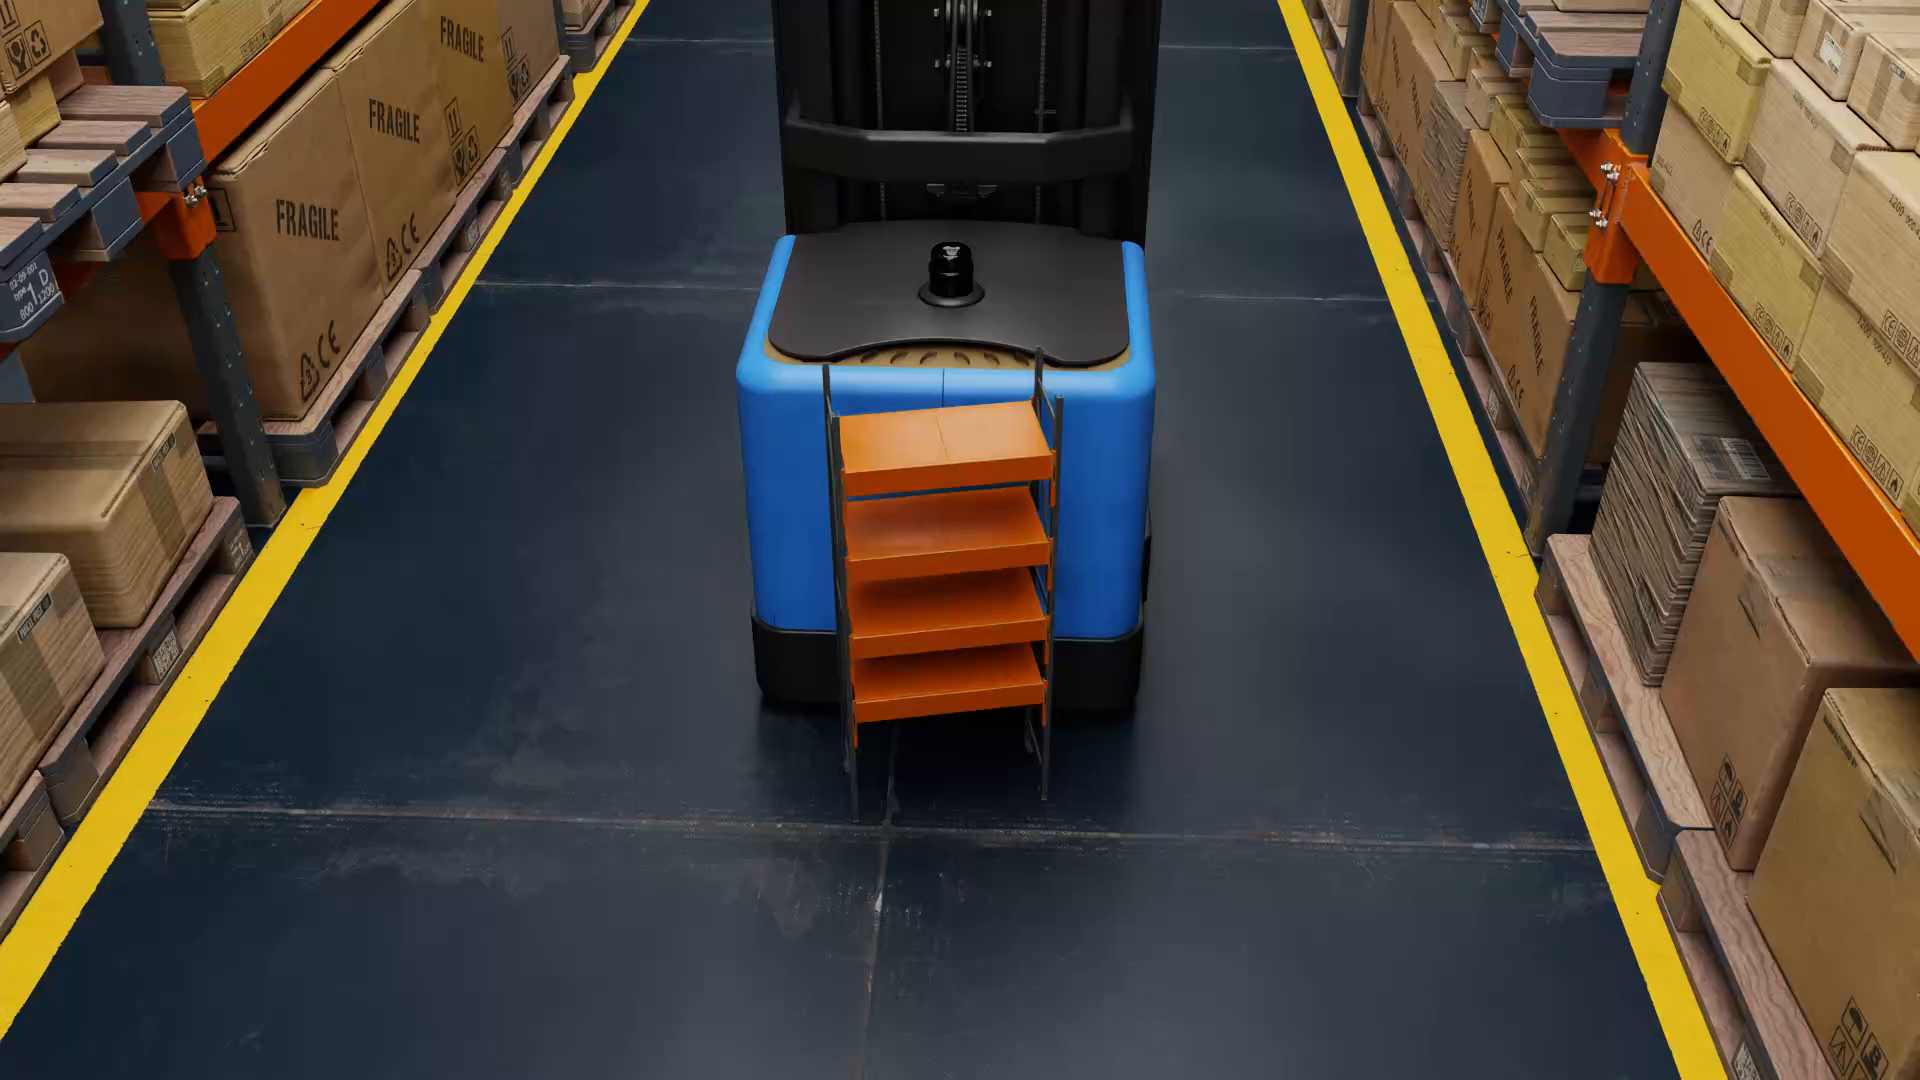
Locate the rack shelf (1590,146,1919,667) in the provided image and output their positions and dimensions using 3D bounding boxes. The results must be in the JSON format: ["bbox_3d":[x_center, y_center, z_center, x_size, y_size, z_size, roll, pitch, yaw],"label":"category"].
[{"bbox_3d":[2.198,0.253,2.906,1.077,0.370,4.000,1,35,2],"label":"rack shelf"}]

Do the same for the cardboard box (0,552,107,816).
[{"bbox_3d":[-2.736,0.349,4.064,0.950,0.372,0.625,1,35,1],"label":"cardboard box"}]

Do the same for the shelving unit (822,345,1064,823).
[{"bbox_3d":[-0.043,0.138,4.010,0.503,1.200,0.258,-5,35,-8],"label":"shelving unit"}]

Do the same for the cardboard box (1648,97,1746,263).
[{"bbox_3d":[2.016,-0.879,4.023,0.500,0.250,0.500,1,35,2],"label":"cardboard box"}]

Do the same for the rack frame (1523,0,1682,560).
[{"bbox_3d":[2.278,-1.190,4.335,1.000,3.000,0.127,1,35,2],"label":"rack frame"}]

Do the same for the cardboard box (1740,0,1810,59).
[{"bbox_3d":[1.962,-1.167,3.650,0.380,0.149,0.250,2,35,3],"label":"cardboard box"}]

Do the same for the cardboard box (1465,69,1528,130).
[{"bbox_3d":[2.126,-1.655,6.241,0.380,0.149,0.250,0,35,0],"label":"cardboard box"}]

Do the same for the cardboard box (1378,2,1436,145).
[{"bbox_3d":[2.183,-2.058,7.379,0.500,0.500,0.500,1,35,1],"label":"cardboard box"}]

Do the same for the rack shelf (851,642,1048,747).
[{"bbox_3d":[-0.043,0.355,4.163,0.480,0.148,0.258,-5,35,-8],"label":"rack shelf"}]

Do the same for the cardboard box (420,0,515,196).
[{"bbox_3d":[-2.494,-2.026,7.007,0.875,0.875,0.875,2,35,3],"label":"cardboard box"}]

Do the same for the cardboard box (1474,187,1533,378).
[{"bbox_3d":[2.111,-0.874,5.694,0.500,0.500,0.500,1,35,1],"label":"cardboard box"}]

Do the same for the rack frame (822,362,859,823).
[{"bbox_3d":[-0.283,0.161,3.978,0.015,1.200,0.240,-5,35,-8],"label":"rack frame"}]

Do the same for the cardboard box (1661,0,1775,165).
[{"bbox_3d":[1.992,-1.085,3.880,0.500,0.250,0.500,1,35,2],"label":"cardboard box"}]

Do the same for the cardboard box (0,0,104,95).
[{"bbox_3d":[-2.422,-1.369,3.879,0.500,0.500,0.500,0,35,1],"label":"cardboard box"}]

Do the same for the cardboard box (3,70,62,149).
[{"bbox_3d":[-2.398,-1.022,3.949,0.380,0.149,0.250,2,35,3],"label":"cardboard box"}]

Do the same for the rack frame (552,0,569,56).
[{"bbox_3d":[-2.521,-3.601,7.765,1.000,3.000,0.127,1,35,2],"label":"rack frame"}]

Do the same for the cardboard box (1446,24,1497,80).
[{"bbox_3d":[2.169,-1.951,6.662,0.380,0.149,0.250,3,35,4],"label":"cardboard box"}]

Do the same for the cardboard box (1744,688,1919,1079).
[{"bbox_3d":[2.194,0.730,3.302,0.875,0.625,0.625,0,35,0],"label":"cardboard box"}]

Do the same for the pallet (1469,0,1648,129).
[{"bbox_3d":[2.236,-1.503,4.946,1.213,0.211,1.003,1,35,2],"label":"pallet"}]

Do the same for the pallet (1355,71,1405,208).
[{"bbox_3d":[2.444,-1.879,7.740,1.003,0.211,1.213,1,35,2],"label":"pallet"}]

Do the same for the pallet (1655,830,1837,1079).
[{"bbox_3d":[2.155,1.122,3.470,1.003,0.211,1.213,1,35,2],"label":"pallet"}]

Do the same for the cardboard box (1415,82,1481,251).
[{"bbox_3d":[2.132,-1.474,6.547,0.500,0.500,0.500,0,35,0],"label":"cardboard box"}]

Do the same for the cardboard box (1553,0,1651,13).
[{"bbox_3d":[1.921,-1.645,4.836,0.380,0.149,0.250,2,35,3],"label":"cardboard box"}]

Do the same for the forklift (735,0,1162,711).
[{"bbox_3d":[0.029,-1.561,4.922,1.130,2.935,3.031,2,35,2],"label":"forklift"}]

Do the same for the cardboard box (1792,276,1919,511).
[{"bbox_3d":[1.978,-0.294,3.191,0.500,0.250,0.500,0,35,0],"label":"cardboard box"}]

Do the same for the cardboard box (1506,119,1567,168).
[{"bbox_3d":[2.136,-1.353,5.810,0.380,0.149,0.250,2,35,3],"label":"cardboard box"}]

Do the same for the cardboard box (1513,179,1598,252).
[{"bbox_3d":[2.025,-1.052,5.382,0.380,0.149,0.250,0,35,-1],"label":"cardboard box"}]

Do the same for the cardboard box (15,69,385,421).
[{"bbox_3d":[-2.571,-1.000,5.547,0.875,0.875,0.875,1,35,1],"label":"cardboard box"}]

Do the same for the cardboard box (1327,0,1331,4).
[{"bbox_3d":[2.182,-3.073,9.027,0.396,0.266,0.258,3,35,4],"label":"cardboard box"}]

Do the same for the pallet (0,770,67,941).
[{"bbox_3d":[-2.766,0.986,3.663,1.003,0.211,1.213,1,35,2],"label":"pallet"}]

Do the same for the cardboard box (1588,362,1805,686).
[{"bbox_3d":[2.240,-0.032,4.387,0.875,0.625,0.625,2,35,3],"label":"cardboard box"}]

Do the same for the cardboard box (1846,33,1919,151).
[{"bbox_3d":[1.979,-0.868,3.225,0.380,0.149,0.250,2,35,2],"label":"cardboard box"}]

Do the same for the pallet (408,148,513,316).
[{"bbox_3d":[-2.523,-1.312,6.933,1.003,0.211,1.213,1,35,2],"label":"pallet"}]

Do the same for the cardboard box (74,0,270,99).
[{"bbox_3d":[-2.410,-1.517,4.930,0.500,0.250,0.500,1,35,1],"label":"cardboard box"}]

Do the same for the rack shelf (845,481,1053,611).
[{"bbox_3d":[-0.043,0.010,3.920,0.480,0.148,0.258,-5,35,-8],"label":"rack shelf"}]

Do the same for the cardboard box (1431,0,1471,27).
[{"bbox_3d":[2.229,-2.236,7.068,0.380,0.149,0.250,1,35,1],"label":"cardboard box"}]

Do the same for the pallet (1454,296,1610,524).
[{"bbox_3d":[2.346,-0.477,5.746,1.003,0.211,1.213,1,35,2],"label":"pallet"}]

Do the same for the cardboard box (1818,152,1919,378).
[{"bbox_3d":[1.956,-0.496,3.043,0.500,0.250,0.500,0,35,1],"label":"cardboard box"}]

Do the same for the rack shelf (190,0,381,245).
[{"bbox_3d":[-2.601,-2.157,6.337,1.077,0.370,4.000,1,35,2],"label":"rack shelf"}]

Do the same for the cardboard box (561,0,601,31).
[{"bbox_3d":[-2.388,-3.082,8.890,0.875,0.438,0.875,1,35,1],"label":"cardboard box"}]

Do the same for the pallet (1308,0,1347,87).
[{"bbox_3d":[2.468,-2.742,8.968,1.003,0.211,1.213,1,35,2],"label":"pallet"}]
